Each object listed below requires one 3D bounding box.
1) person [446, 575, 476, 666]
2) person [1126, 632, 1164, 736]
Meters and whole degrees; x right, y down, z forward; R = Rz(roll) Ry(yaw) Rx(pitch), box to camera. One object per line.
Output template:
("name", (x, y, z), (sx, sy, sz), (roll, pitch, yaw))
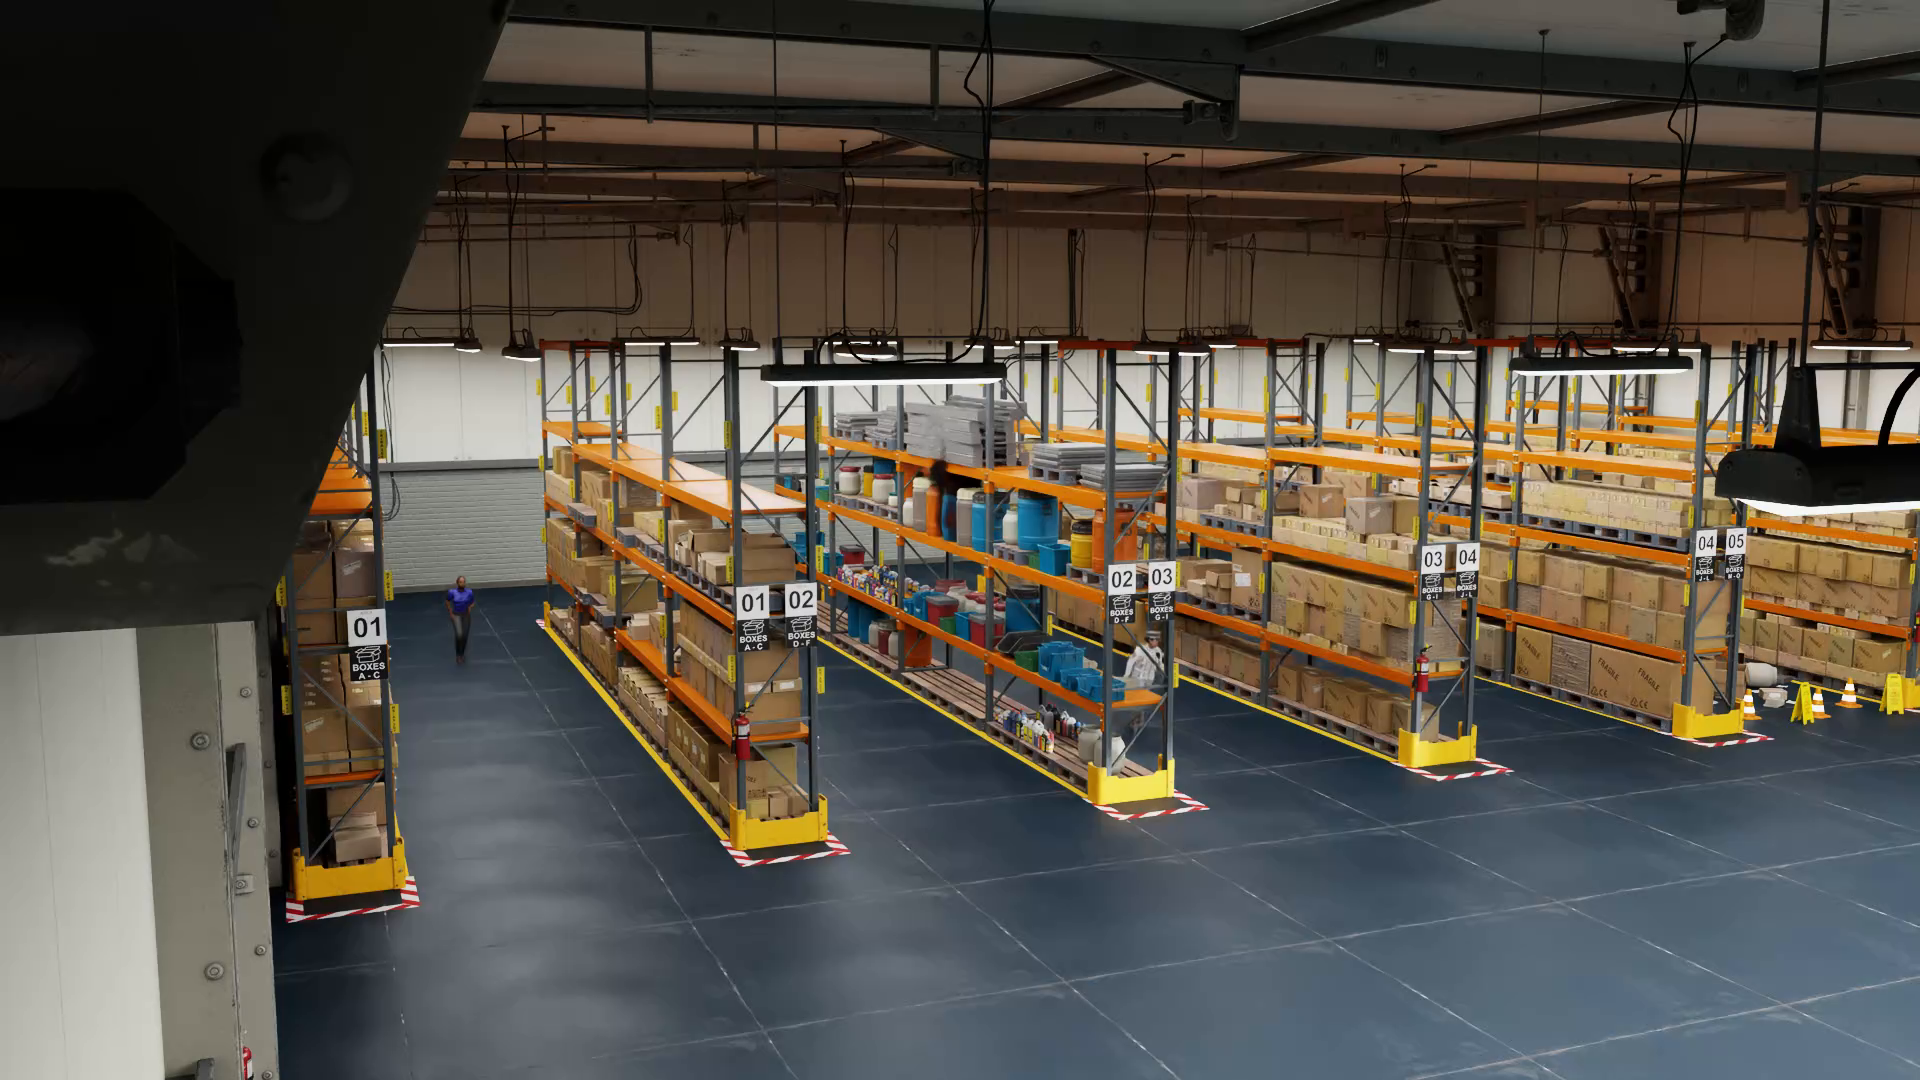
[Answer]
("person", (-9.319, 1.495, 31.117), (0.490, 1.695, 0.833), (-4, 9, -30))
("person", (2.912, 2.197, 25.849), (0.602, 1.603, 0.803), (-4, 9, -30))
